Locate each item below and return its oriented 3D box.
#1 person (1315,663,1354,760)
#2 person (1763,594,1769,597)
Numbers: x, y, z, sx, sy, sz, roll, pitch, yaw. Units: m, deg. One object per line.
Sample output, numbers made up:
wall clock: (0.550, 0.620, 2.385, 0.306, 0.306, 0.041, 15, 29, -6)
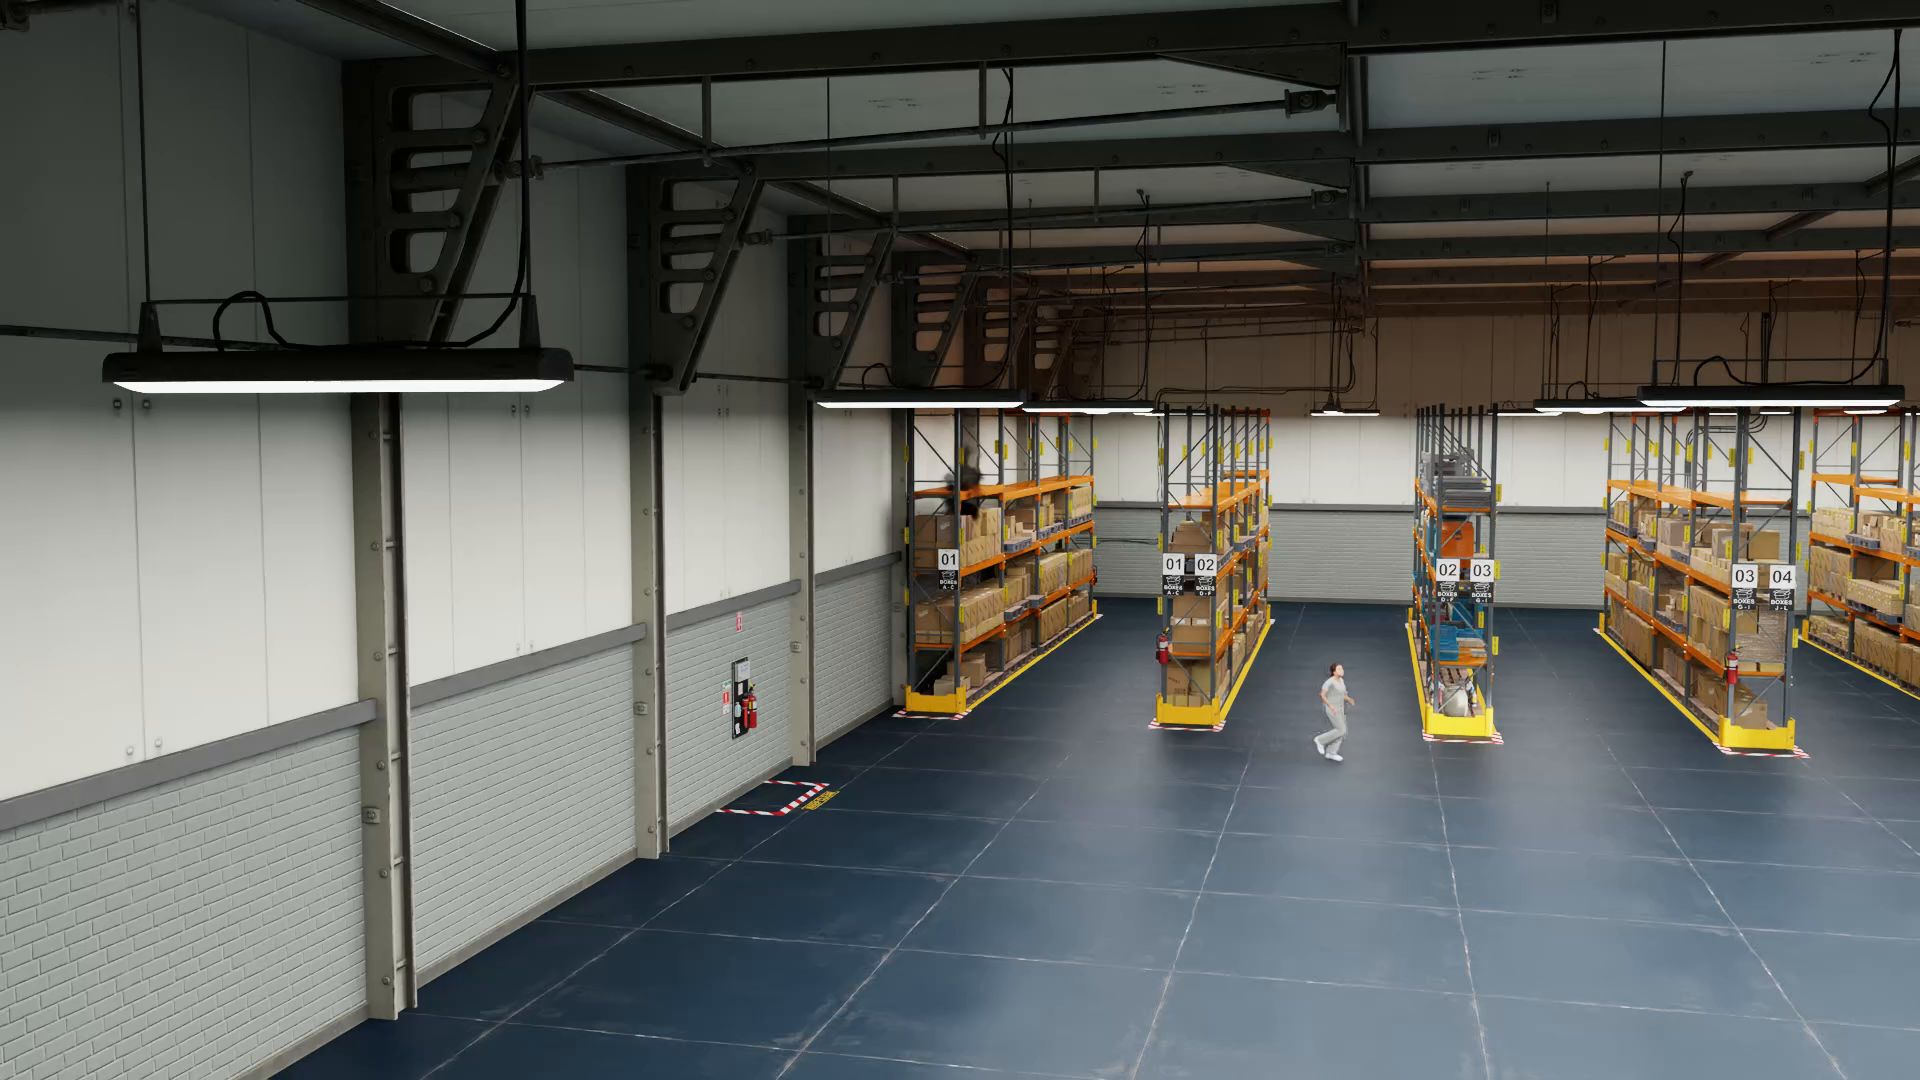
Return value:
person: (6.323, 2.876, 27.989, 0.593, 1.638, 0.557, 4, 5, 41)
person: (20.722, 1.733, 42.939, 0.719, 1.734, 0.533, 3, 5, 35)
